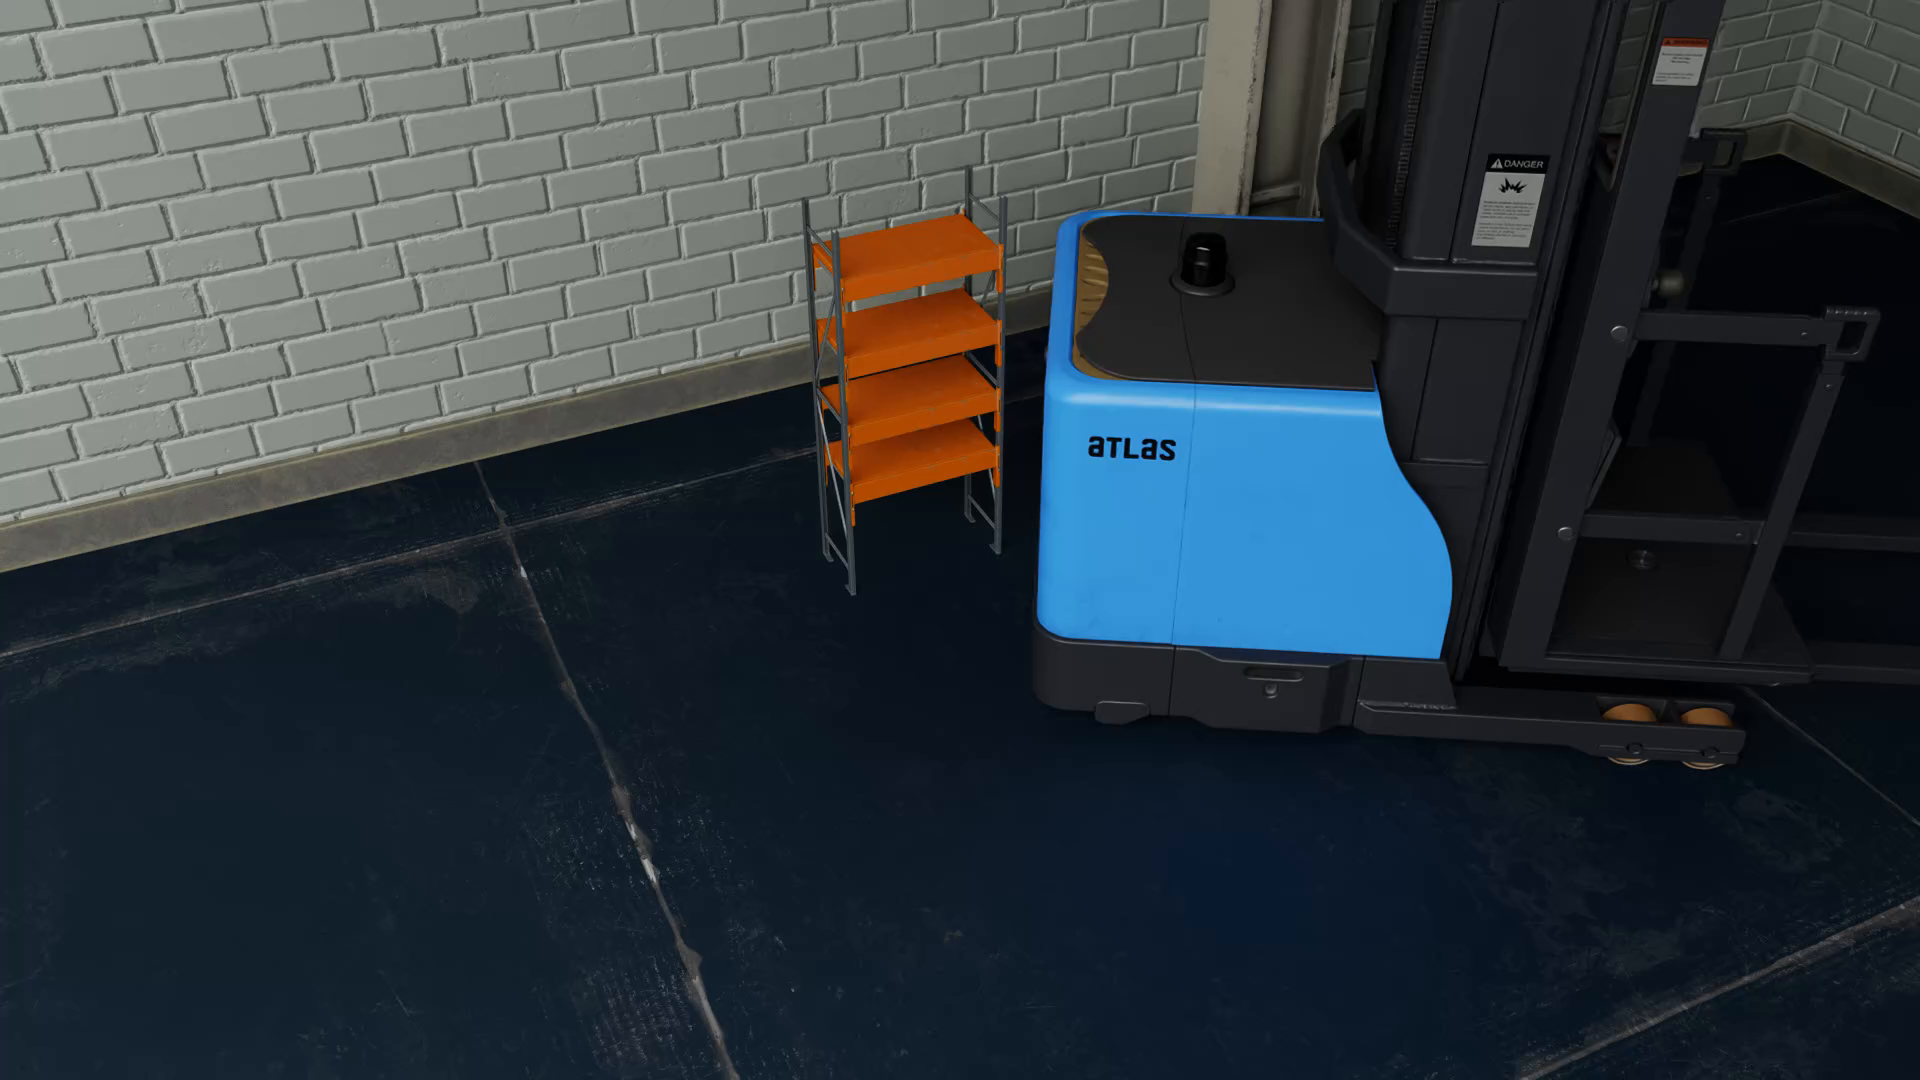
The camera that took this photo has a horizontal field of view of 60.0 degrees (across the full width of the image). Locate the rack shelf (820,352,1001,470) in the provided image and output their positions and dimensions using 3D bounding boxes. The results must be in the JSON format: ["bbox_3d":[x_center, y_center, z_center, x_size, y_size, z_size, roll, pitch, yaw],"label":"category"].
[{"bbox_3d":[-0.150,-0.386,4.876,0.480,0.148,0.258,-16,39,-20],"label":"rack shelf"}]

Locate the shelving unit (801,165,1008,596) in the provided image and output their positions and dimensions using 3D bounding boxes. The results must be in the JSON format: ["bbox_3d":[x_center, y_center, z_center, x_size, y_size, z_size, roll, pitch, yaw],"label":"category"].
[{"bbox_3d":[-0.150,-0.440,4.836,0.503,1.200,0.258,-16,39,-20],"label":"shelving unit"}]

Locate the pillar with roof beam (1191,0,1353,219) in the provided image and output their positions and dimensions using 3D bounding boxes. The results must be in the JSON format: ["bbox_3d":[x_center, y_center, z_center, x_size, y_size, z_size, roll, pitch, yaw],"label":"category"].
[{"bbox_3d":[2.960,-2.256,0.738,0.400,9.000,9.100,-16,39,-20],"label":"pillar with roof beam"}]

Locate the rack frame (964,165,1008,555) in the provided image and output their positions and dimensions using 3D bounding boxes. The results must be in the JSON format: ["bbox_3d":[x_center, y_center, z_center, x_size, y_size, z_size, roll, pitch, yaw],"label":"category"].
[{"bbox_3d":[0.071,-0.502,4.919,0.015,1.200,0.240,-16,39,-20],"label":"rack frame"}]

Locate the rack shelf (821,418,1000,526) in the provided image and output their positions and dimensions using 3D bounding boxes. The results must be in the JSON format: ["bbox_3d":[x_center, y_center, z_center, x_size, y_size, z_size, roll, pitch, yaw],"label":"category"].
[{"bbox_3d":[-0.150,-0.226,4.994,0.480,0.148,0.258,-16,39,-20],"label":"rack shelf"}]

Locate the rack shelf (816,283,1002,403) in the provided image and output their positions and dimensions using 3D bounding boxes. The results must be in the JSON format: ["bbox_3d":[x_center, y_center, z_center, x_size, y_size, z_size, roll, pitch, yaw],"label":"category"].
[{"bbox_3d":[-0.150,-0.566,4.743,0.480,0.148,0.258,-16,39,-20],"label":"rack shelf"}]

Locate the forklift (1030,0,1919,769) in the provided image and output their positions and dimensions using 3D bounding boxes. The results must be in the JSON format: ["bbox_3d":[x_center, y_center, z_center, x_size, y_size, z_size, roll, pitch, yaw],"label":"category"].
[{"bbox_3d":[1.738,-0.899,4.002,3.031,2.935,1.130,3,37,4],"label":"forklift"}]

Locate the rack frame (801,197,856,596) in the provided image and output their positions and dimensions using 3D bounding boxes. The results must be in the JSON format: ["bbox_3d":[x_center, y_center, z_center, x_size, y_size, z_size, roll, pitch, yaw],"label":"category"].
[{"bbox_3d":[-0.371,-0.378,4.753,0.015,1.200,0.240,-16,39,-20],"label":"rack frame"}]

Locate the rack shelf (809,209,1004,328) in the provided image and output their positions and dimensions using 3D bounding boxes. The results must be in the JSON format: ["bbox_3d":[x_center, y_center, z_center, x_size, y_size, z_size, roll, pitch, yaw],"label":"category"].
[{"bbox_3d":[-0.150,-0.756,4.602,0.480,0.148,0.258,-16,39,-20],"label":"rack shelf"}]
